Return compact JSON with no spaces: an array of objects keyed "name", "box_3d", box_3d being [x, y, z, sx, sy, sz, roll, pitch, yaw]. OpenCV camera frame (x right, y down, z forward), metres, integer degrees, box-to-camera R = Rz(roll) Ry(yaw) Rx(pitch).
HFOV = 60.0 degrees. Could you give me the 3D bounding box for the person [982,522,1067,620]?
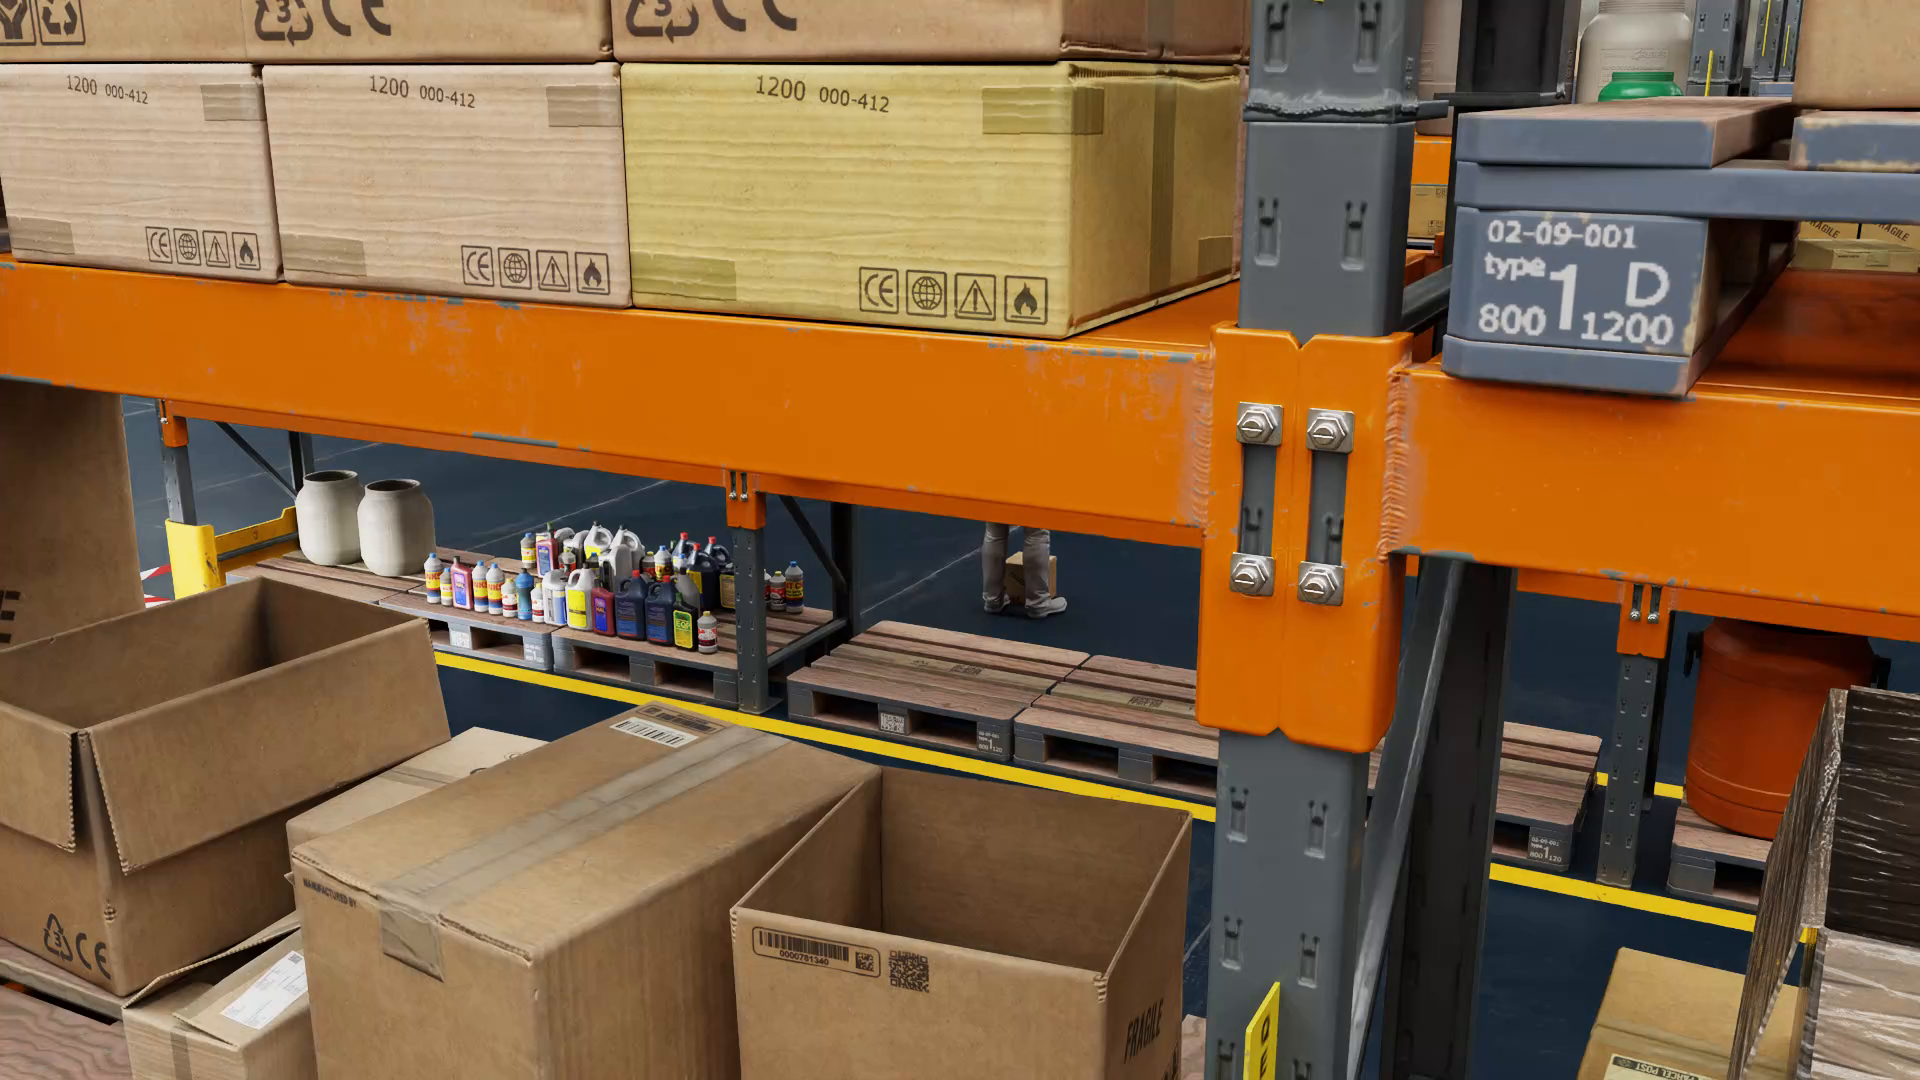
[{"name":"person","box_3d":[0.326,-0.437,9.551,0.631,1.760,0.463,8,17,25]}]
